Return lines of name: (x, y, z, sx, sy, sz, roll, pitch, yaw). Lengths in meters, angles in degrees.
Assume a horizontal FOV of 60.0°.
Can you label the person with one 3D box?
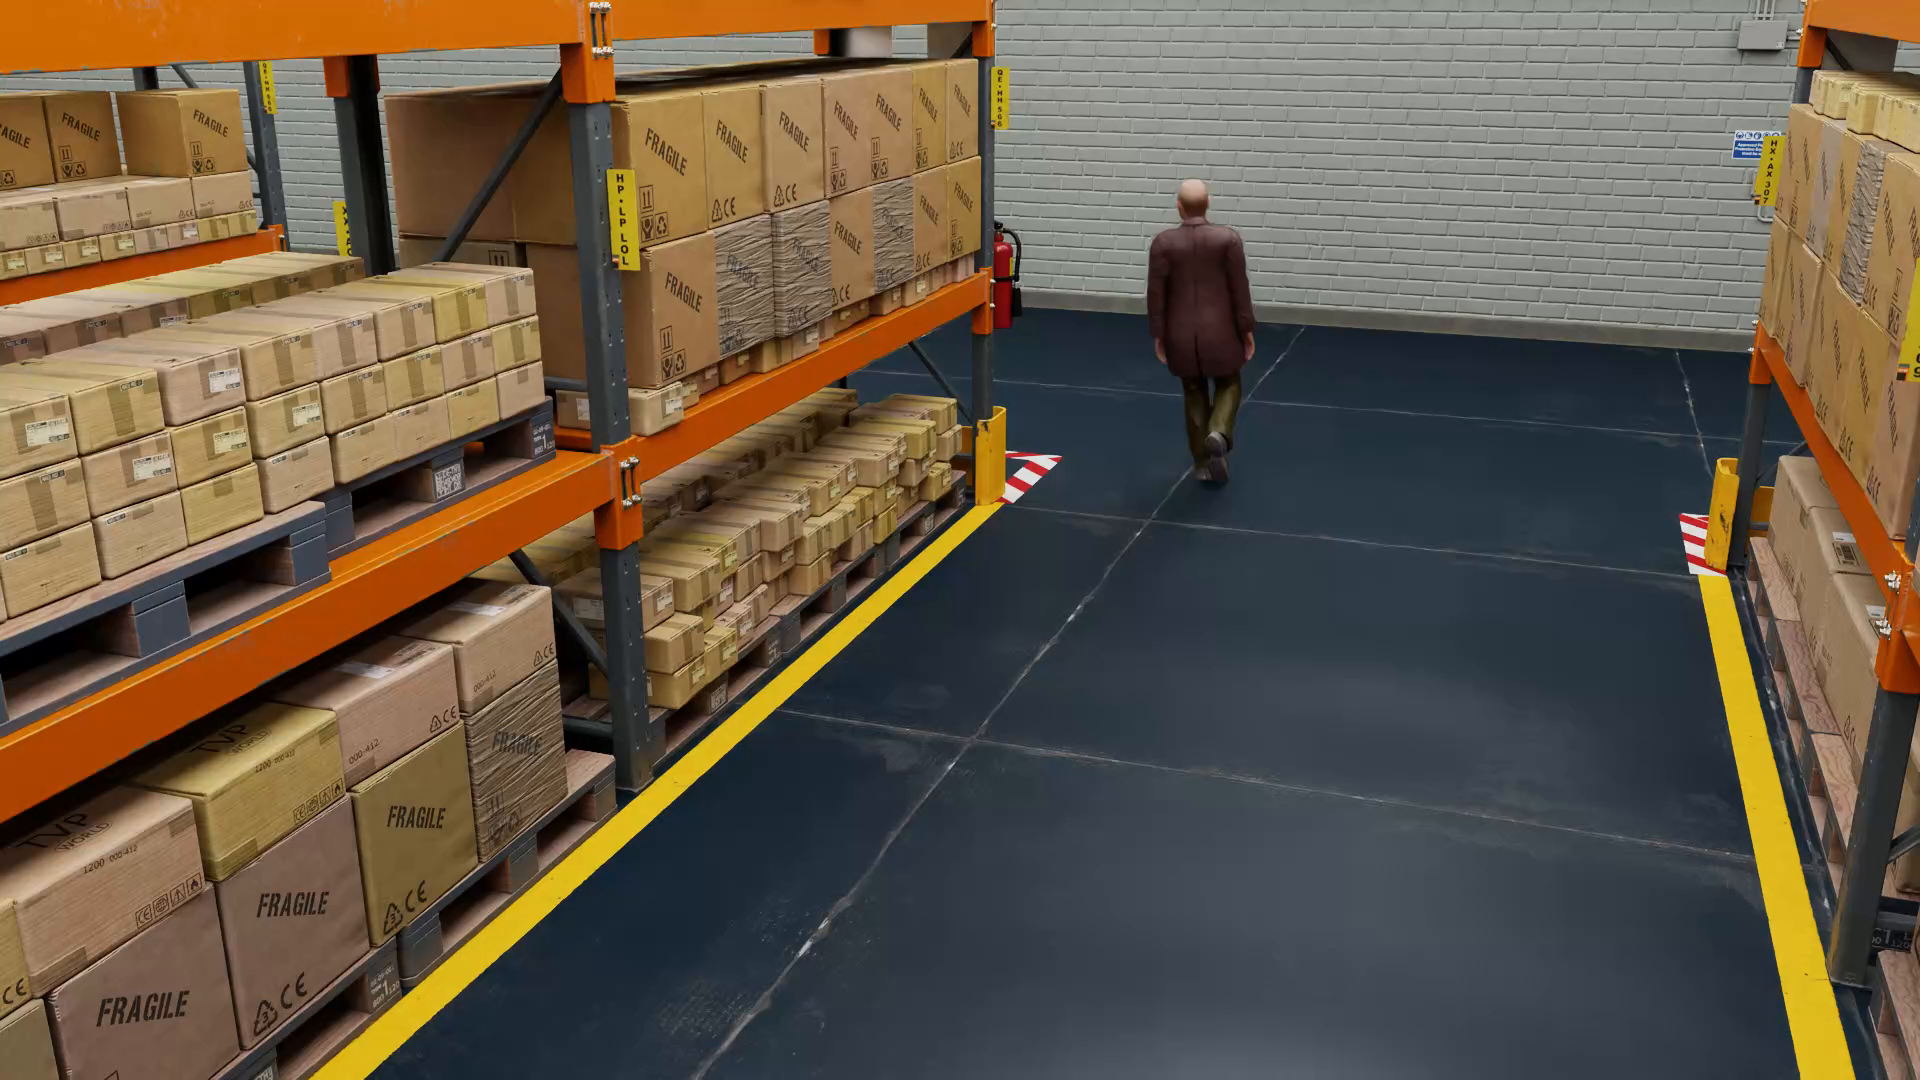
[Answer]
person: (1.393, -1.195, 9.621, 0.627, 1.754, 0.637, 4, 19, 13)
